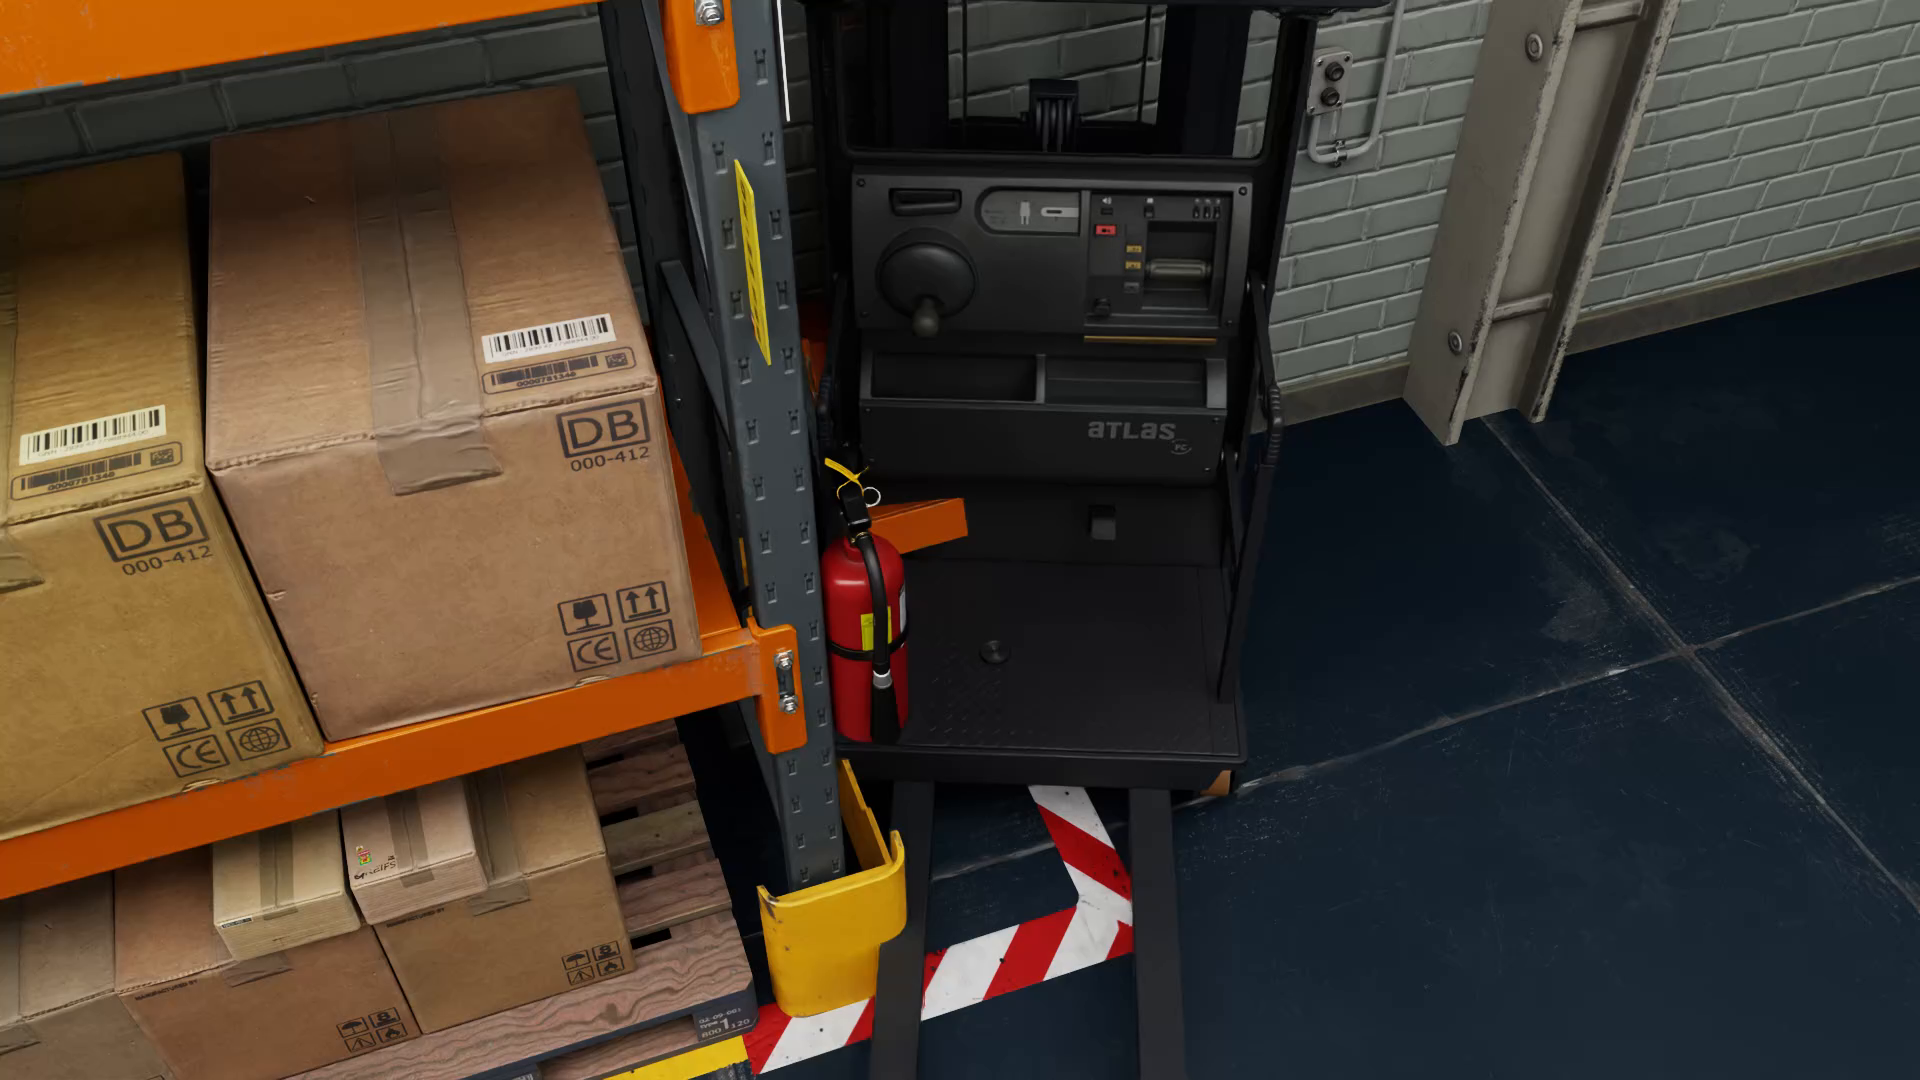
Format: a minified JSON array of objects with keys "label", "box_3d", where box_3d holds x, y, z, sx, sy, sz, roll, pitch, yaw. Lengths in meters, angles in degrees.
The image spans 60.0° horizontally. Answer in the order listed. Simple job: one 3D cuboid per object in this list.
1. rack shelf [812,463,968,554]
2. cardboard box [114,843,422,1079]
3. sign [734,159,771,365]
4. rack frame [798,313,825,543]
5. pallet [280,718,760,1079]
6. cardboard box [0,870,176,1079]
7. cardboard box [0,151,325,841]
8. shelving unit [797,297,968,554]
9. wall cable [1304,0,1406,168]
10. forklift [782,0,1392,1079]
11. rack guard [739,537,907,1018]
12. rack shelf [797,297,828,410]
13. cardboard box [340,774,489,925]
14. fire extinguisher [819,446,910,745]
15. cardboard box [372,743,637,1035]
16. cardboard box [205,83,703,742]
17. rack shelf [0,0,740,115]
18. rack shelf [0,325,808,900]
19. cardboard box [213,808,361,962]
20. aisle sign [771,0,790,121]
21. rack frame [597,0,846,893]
[{"label":"rack shelf","box_3d":[0.070,-0.144,4.911,1.000,0.278,0.538,-16,27,-14]},{"label":"cardboard box","box_3d":[-1.587,0.792,3.811,0.500,0.500,0.700,-14,47,-14]},{"label":"sign","box_3d":[-0.320,-0.425,2.571,0.005,0.325,0.100,-14,47,-14]},{"label":"rack frame","box_3d":[-0.439,-0.227,4.682,0.032,1.125,0.500,-16,27,-14]},{"label":"pallet","box_3d":[-1.217,0.931,4.173,1.213,0.211,1.003,-14,47,-14]},{"label":"cardboard box","box_3d":[-2.060,0.913,3.690,0.500,0.500,0.700,-16,47,-15]},{"label":"cardboard box","box_3d":[-1.648,-0.092,3.012,0.700,0.700,0.980,-15,47,-14]},{"label":"shelving unit","box_3d":[0.036,-0.361,4.803,1.048,1.125,0.538,-16,27,-14]},{"label":"wall cable","box_3d":[0.392,-1.594,4.004,1.851,1.984,0.084,-14,47,-14]},{"label":"forklift","box_3d":[0.204,-0.575,3.753,1.130,2.935,3.031,2,45,2]},{"label":"rack guard","box_3d":[-0.469,0.579,4.320,0.348,0.500,1.175,-14,47,-14]},{"label":"rack shelf","box_3d":[-0.004,-0.620,4.673,1.000,0.278,0.538,-16,27,-14]},{"label":"cardboard box","box_3d":[-1.175,0.595,3.550,0.250,0.149,0.380,-15,47,-14]},{"label":"fire extinguisher","box_3d":[-0.193,0.132,3.318,0.183,0.674,0.296,-14,47,-14]},{"label":"cardboard box","box_3d":[-1.116,0.671,3.931,0.500,0.500,0.700,-14,47,-14]},{"label":"cardboard box","box_3d":[-0.968,-0.274,3.194,0.700,0.700,0.980,-12,46,-12]},{"label":"rack shelf","box_3d":[-2.373,-0.622,2.142,4.000,0.370,1.077,-14,47,-14]},{"label":"rack shelf","box_3d":[-2.373,0.437,3.204,4.000,0.370,1.077,-14,47,-14]},{"label":"cardboard box","box_3d":[-1.415,0.657,3.488,0.250,0.149,0.380,-13,47,-13]},{"label":"aisle sign","box_3d":[-0.322,-1.033,2.326,0.004,0.787,0.394,-14,47,-14]},{"label":"rack frame","box_3d":[-0.492,-0.298,3.429,0.127,3.000,1.000,-14,47,-14]}]
